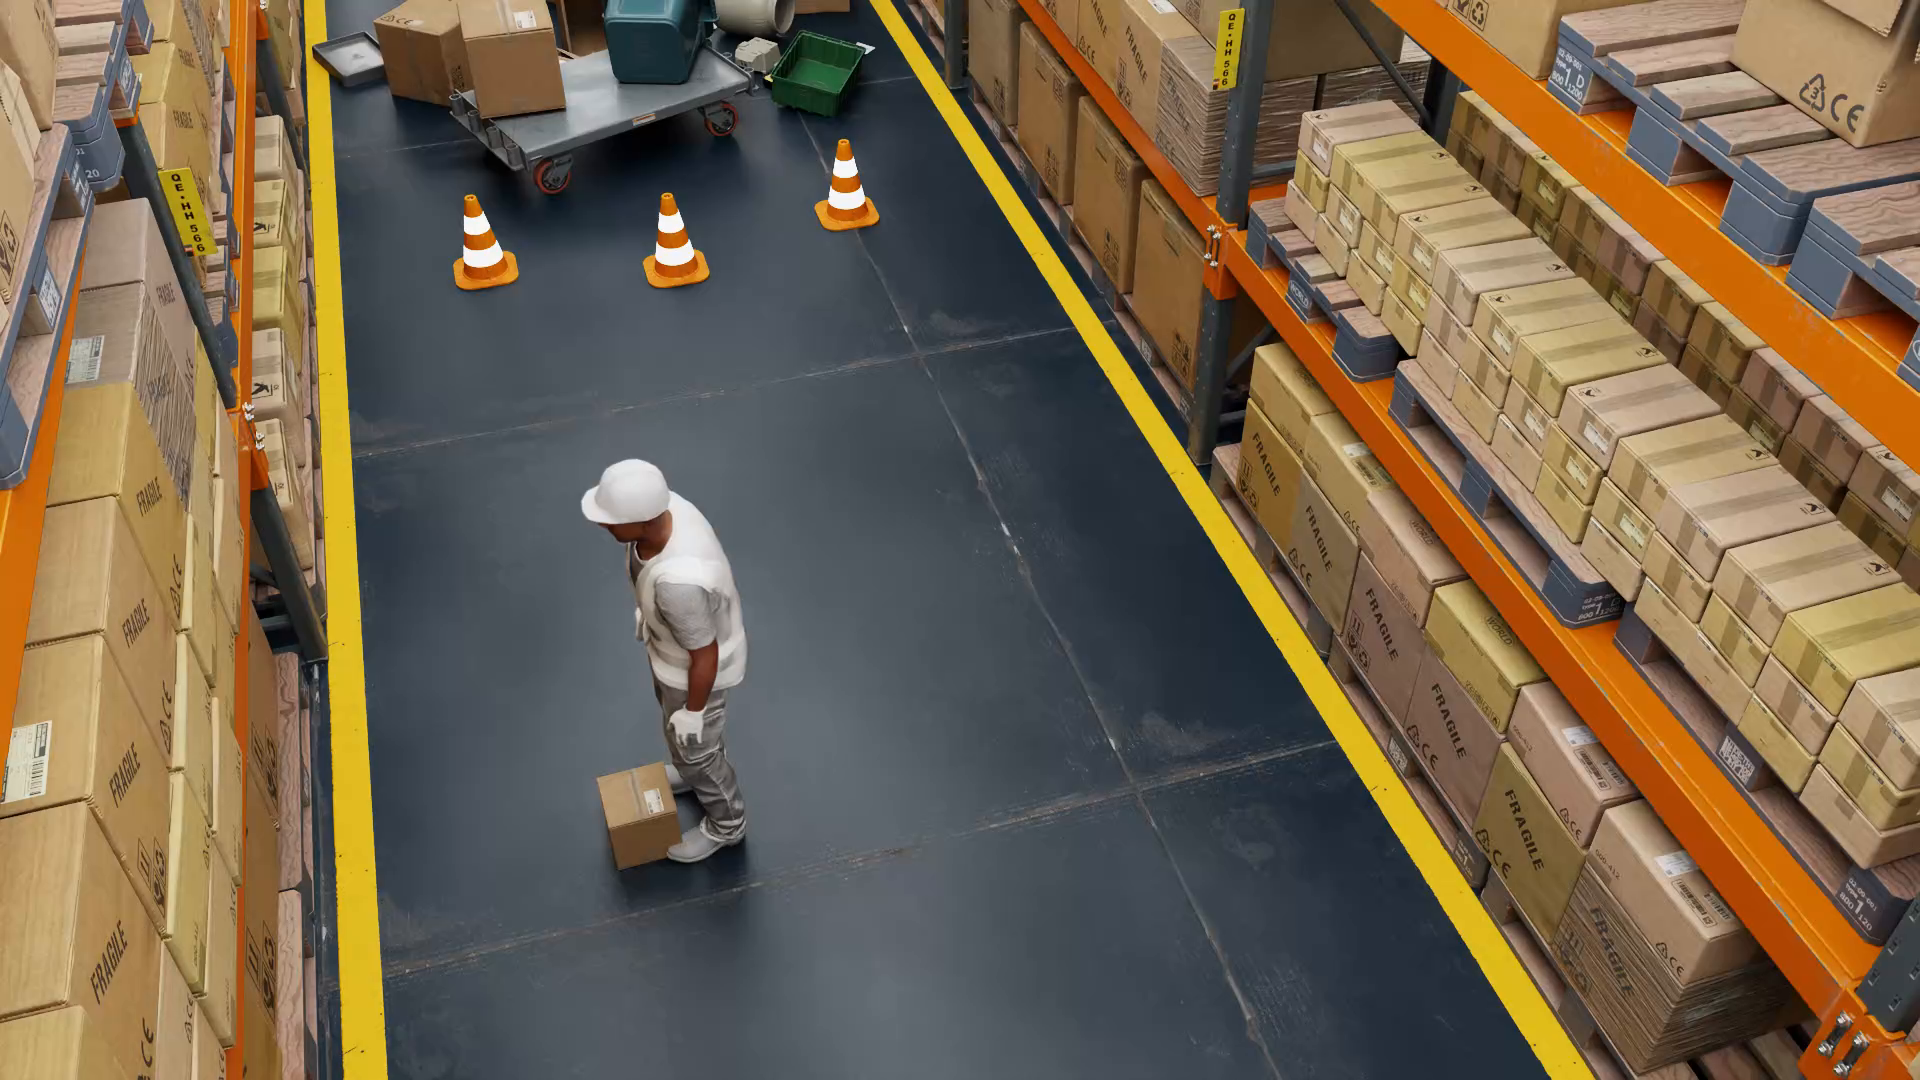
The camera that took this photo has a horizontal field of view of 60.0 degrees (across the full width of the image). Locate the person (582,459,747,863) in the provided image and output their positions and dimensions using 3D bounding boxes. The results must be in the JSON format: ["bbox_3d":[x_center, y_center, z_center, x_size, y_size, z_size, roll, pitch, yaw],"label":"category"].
[{"bbox_3d":[-0.963,0.406,5.697,0.445,1.775,0.632,-13,44,-15],"label":"person"}]
